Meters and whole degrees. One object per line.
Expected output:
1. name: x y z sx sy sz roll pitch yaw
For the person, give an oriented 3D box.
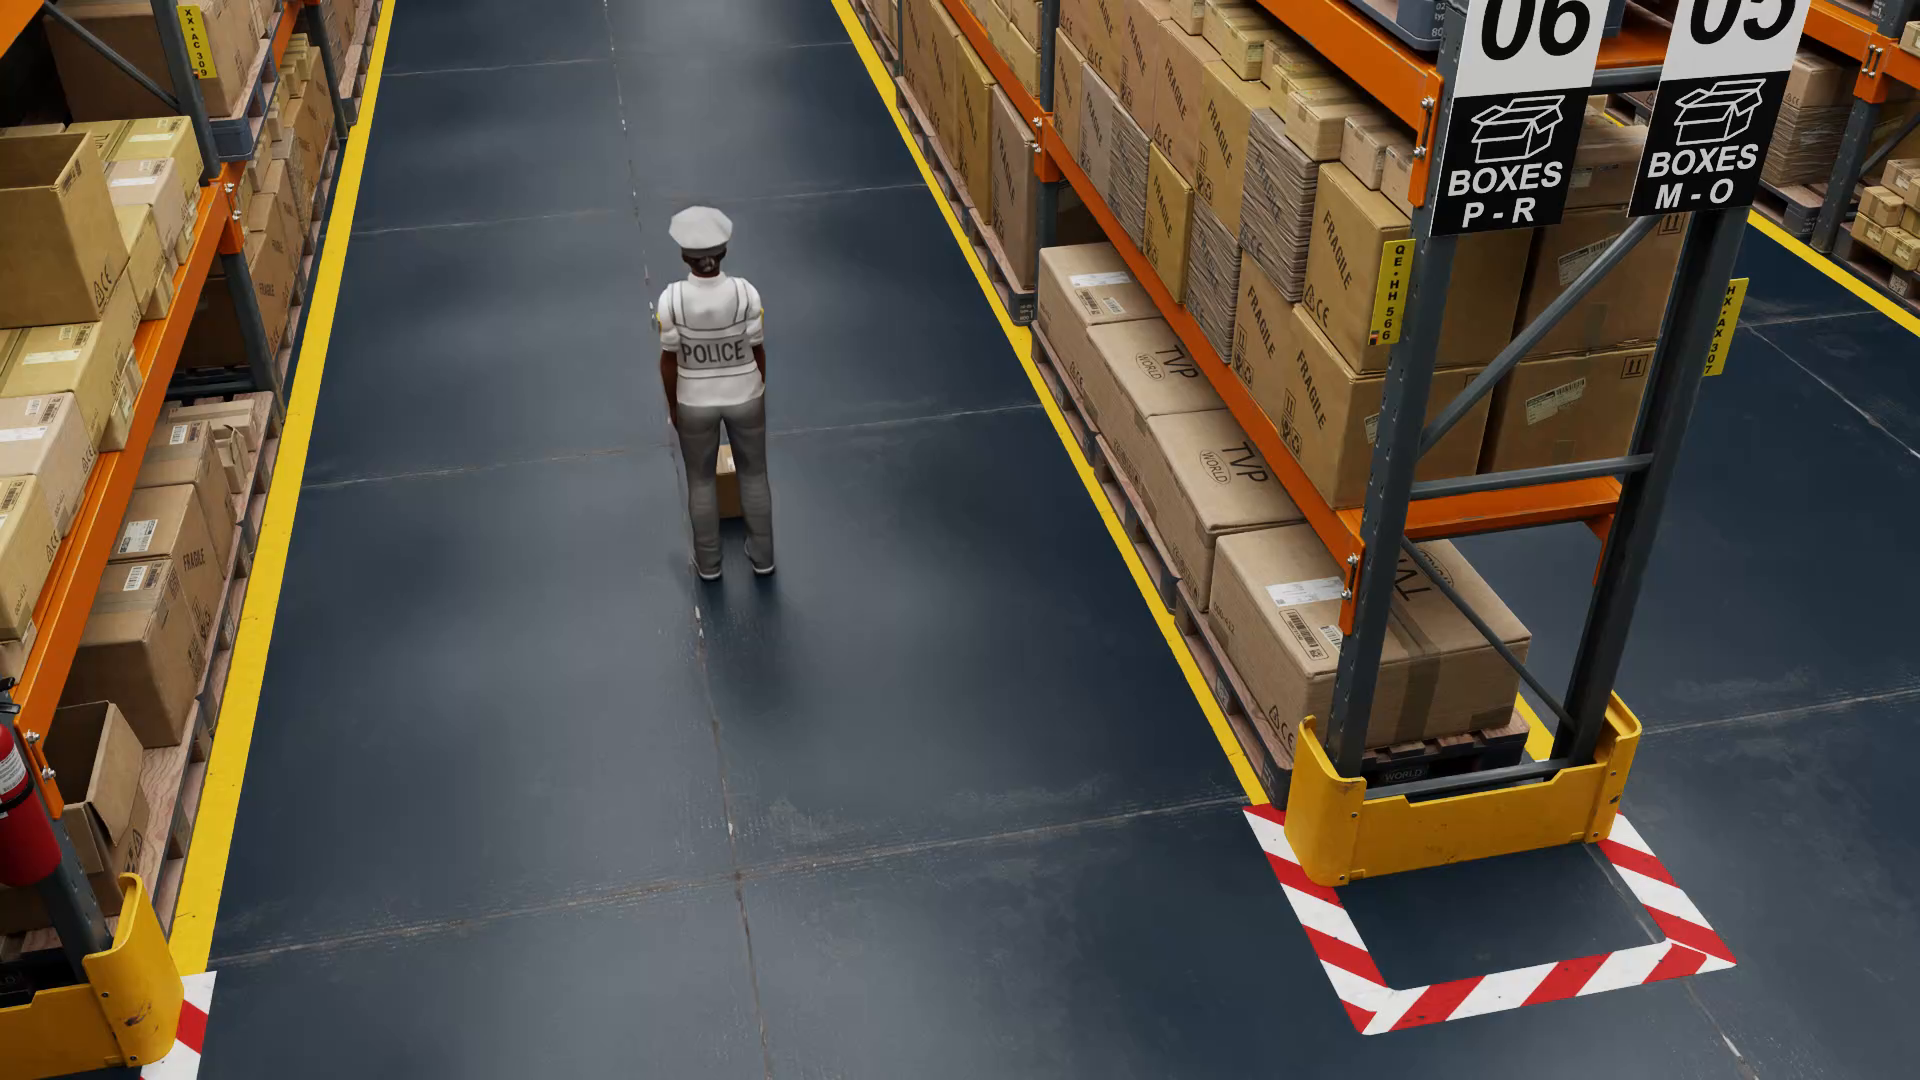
1. person: -1.014 -0.583 6.980 0.426 1.679 0.323 -6 35 -9
